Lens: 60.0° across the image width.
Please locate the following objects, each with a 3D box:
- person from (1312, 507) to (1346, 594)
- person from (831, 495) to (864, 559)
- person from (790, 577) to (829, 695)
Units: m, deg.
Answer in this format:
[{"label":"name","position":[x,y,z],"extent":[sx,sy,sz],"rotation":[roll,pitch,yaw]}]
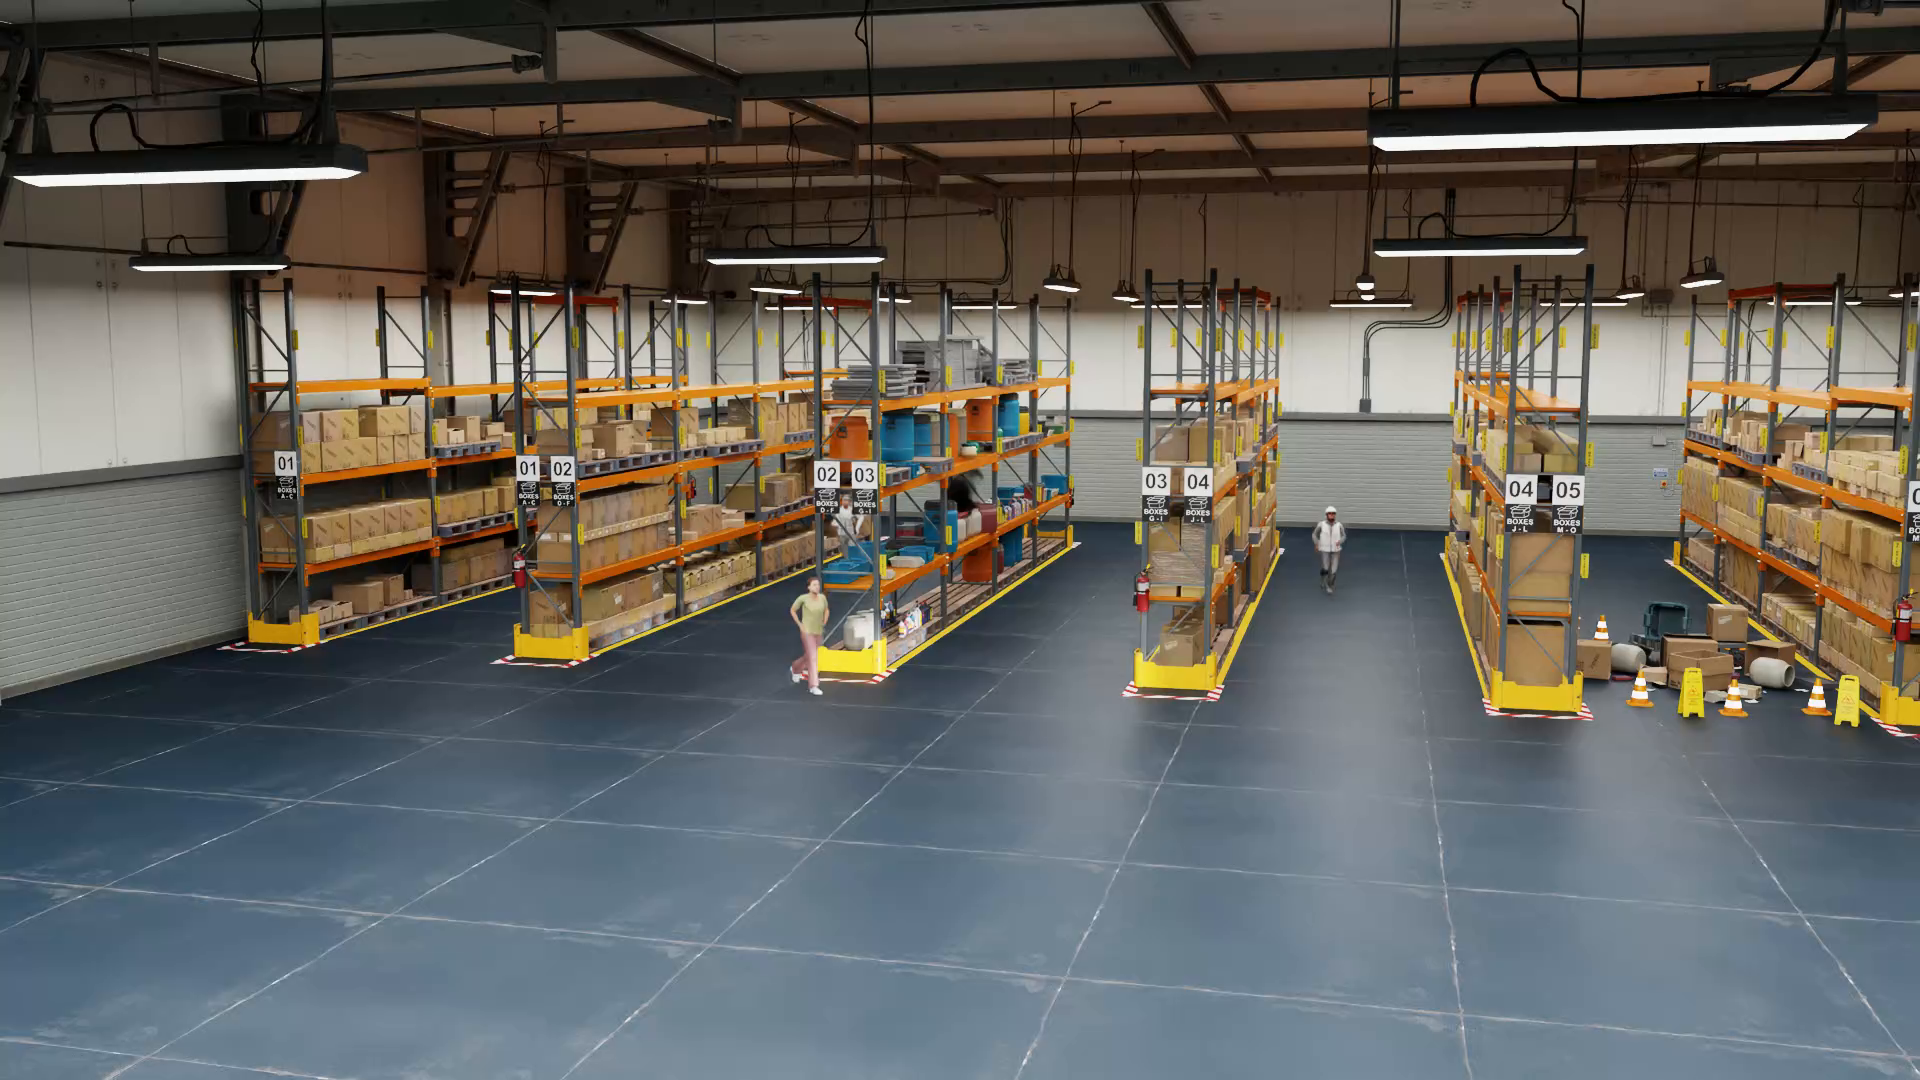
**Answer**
[{"label":"person","position":[7.312,0.206,32.887],"extent":[0.652,1.729,0.569],"rotation":[1,7,4]},{"label":"person","position":[-2.226,-0.042,32.728],"extent":[0.598,1.779,0.740],"rotation":[1,7,8]},{"label":"person","position":[-2.126,1.322,23.741],"extent":[0.584,1.646,0.914],"rotation":[-5,9,-36]}]
